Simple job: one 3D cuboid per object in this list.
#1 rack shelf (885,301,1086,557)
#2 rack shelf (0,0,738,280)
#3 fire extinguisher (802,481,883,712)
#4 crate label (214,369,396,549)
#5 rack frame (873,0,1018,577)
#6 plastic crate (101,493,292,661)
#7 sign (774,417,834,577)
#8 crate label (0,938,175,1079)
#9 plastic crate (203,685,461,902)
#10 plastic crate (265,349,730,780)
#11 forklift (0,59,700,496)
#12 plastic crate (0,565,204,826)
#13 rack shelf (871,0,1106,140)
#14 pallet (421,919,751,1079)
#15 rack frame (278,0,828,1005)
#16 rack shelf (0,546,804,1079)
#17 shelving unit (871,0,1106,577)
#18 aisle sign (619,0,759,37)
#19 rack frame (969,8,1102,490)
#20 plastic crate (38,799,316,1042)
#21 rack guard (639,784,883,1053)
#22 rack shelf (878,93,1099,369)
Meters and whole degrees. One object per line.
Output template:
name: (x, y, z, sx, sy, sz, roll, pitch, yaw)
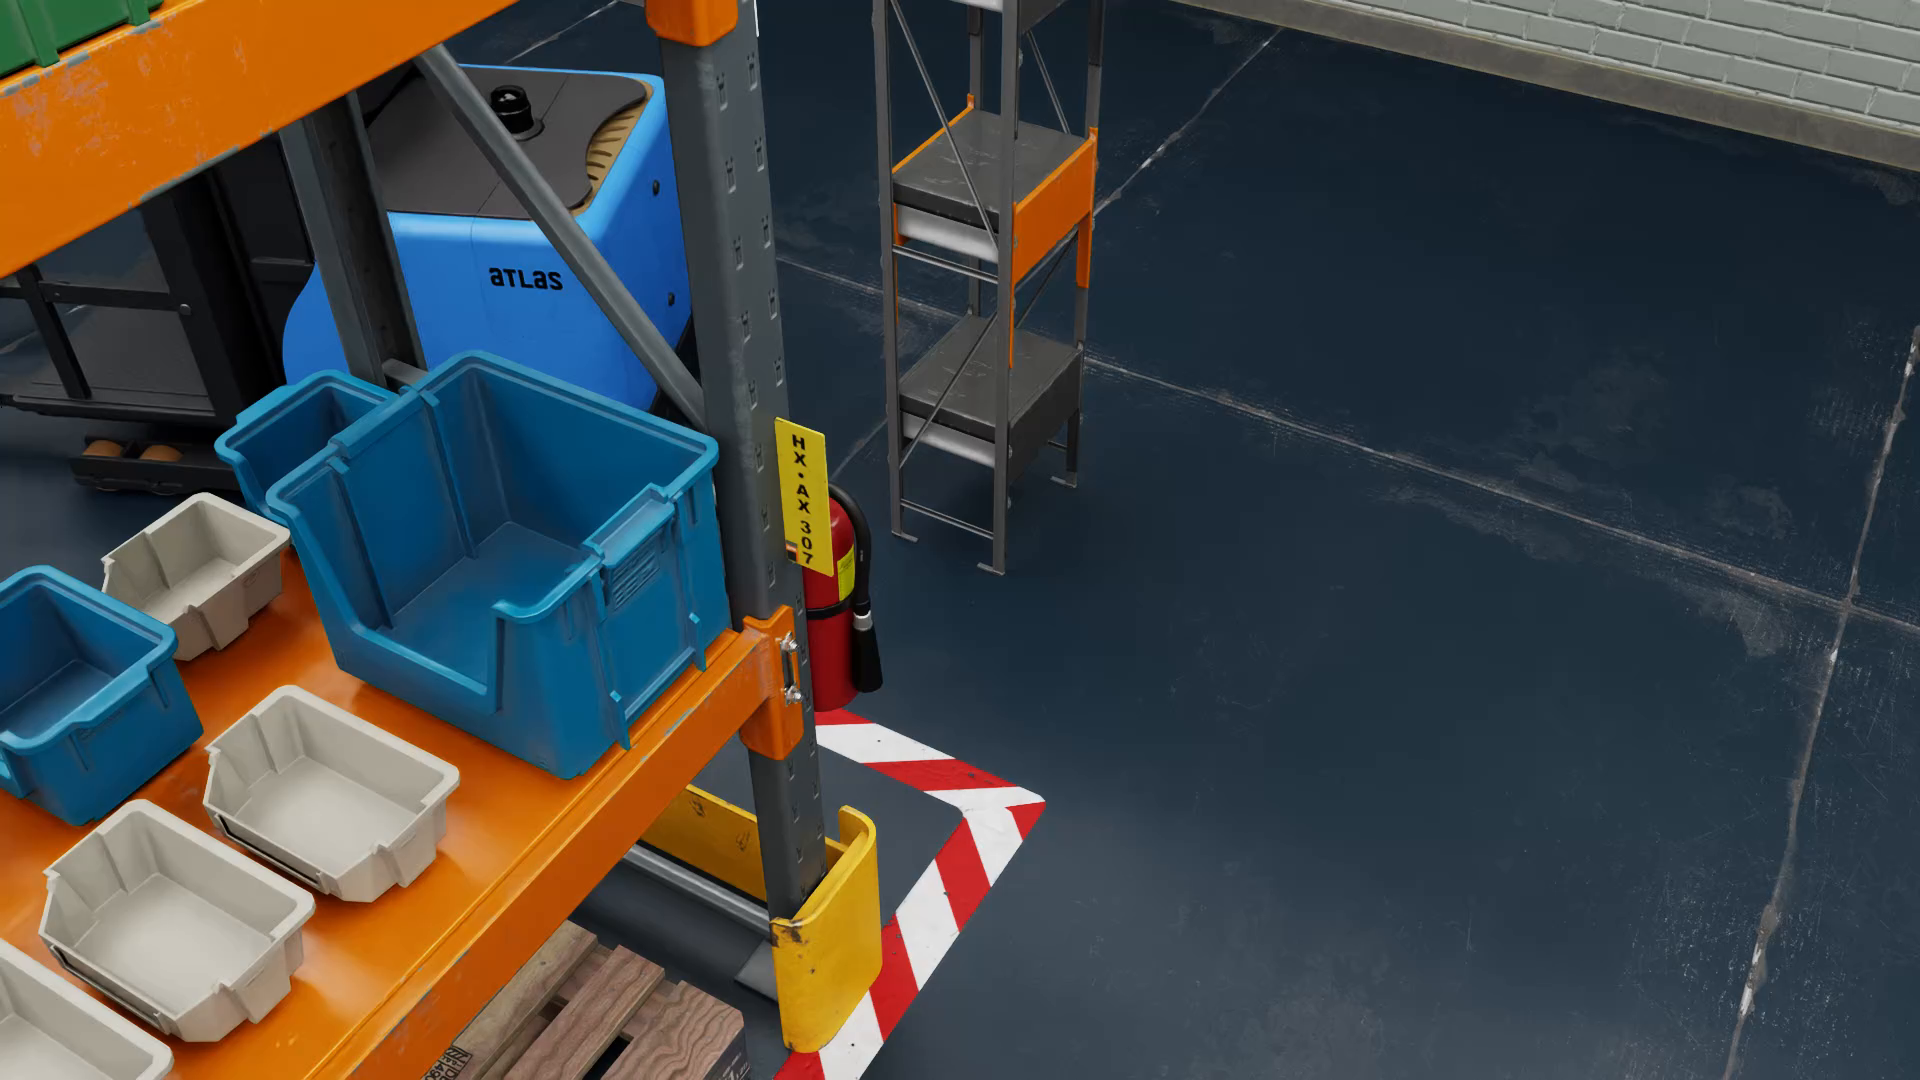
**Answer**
rack shelf: (0.083, -0.347, 5.135, 0.431, 0.518, 0.480, 21, 45, 22)
rack shelf: (-1.759, 0.106, 1.135, 1.077, 0.370, 4.000, 21, 45, 22)
fire extinguisher: (-0.289, 0.050, 3.264, 0.296, 0.674, 0.183, 21, 45, 22)
crate label: (-1.167, -0.110, 3.187, 0.416, 0.233, 0.303, 21, 45, 22)
rack frame: (-0.039, -0.743, 4.505, 0.400, 2.100, 0.015, 21, 45, 22)
plastic crate: (-1.399, 0.082, 3.041, 0.250, 0.136, 0.298, 21, 45, 22)
sign: (-0.274, -0.072, 2.938, 0.100, 0.325, 0.005, 21, 45, 22)
crate label: (-1.285, 0.748, 2.285, 0.396, 0.136, 0.243, 21, 45, 22)
plastic crate: (-1.009, 0.420, 2.658, 0.396, 0.136, 0.243, 21, 45, 22)
plastic crate: (-0.764, 0.035, 2.869, 0.616, 0.435, 0.499, 21, 45, 22)
forklift: (-2.437, -1.585, 4.832, 3.031, 2.935, 1.130, 5, 42, 5)
plastic crate: (-1.496, 0.266, 2.759, 0.416, 0.233, 0.300, 21, 45, 22)
rack shelf: (0.083, -1.398, 4.210, 0.431, 0.518, 0.480, 21, 45, 22)
pallet: (-1.204, 1.323, 3.588, 1.003, 0.211, 1.213, 21, 45, 22)
rack frame: (-0.758, -0.183, 3.188, 1.000, 3.000, 0.127, 21, 45, 22)
rack shelf: (-1.759, 1.231, 2.126, 1.077, 0.370, 4.000, 21, 45, 22)
shelving unit: (0.083, -0.883, 4.664, 0.431, 2.100, 0.503, 21, 45, 22)
aisle sign: (-0.469, -1.103, 2.266, 0.394, 0.787, 0.004, 21, 45, 22)
rack frame: (0.205, -1.022, 4.822, 0.400, 2.100, 0.015, 21, 45, 22)
plastic crate: (-1.167, 0.581, 2.475, 0.396, 0.136, 0.243, 21, 45, 22)
rack guard: (-0.757, 0.737, 4.035, 1.175, 0.500, 0.348, 21, 45, 22)
rack shelf: (0.083, -0.872, 4.673, 0.431, 0.518, 0.480, 21, 45, 22)
